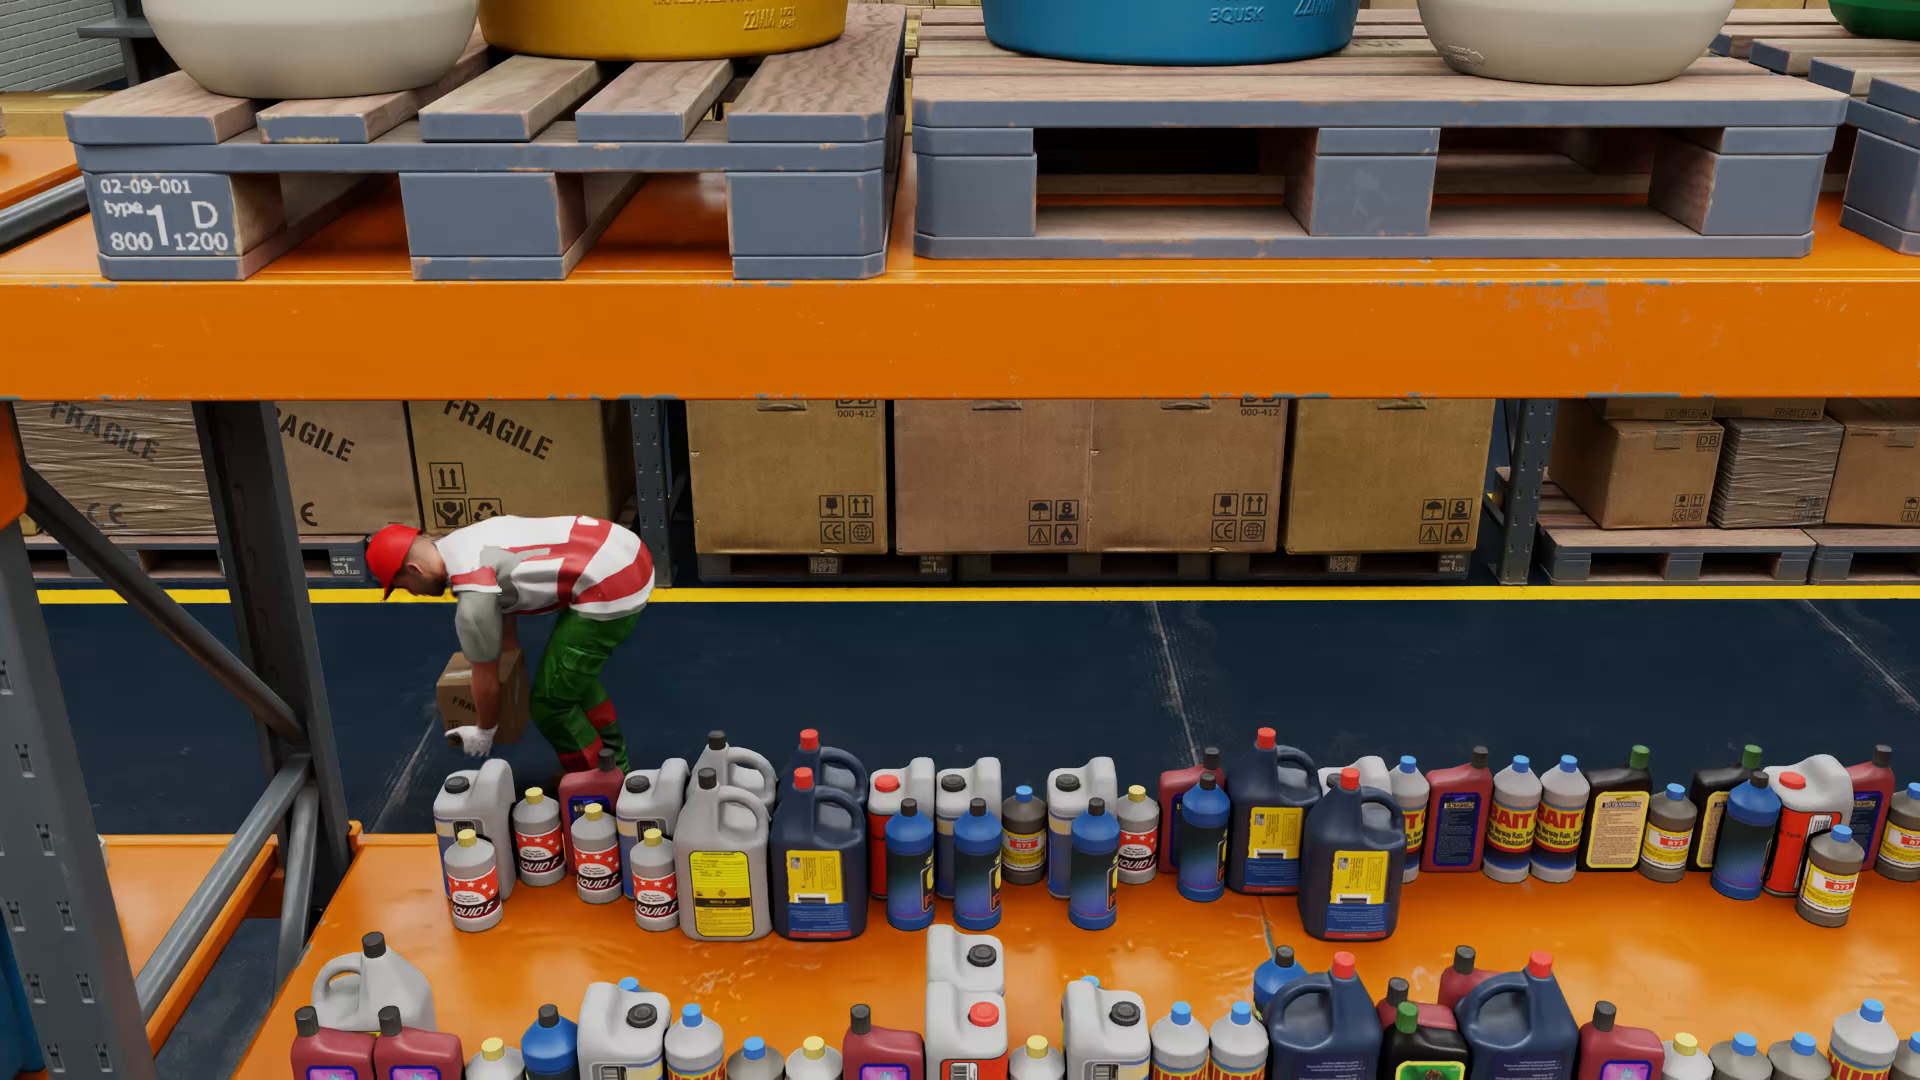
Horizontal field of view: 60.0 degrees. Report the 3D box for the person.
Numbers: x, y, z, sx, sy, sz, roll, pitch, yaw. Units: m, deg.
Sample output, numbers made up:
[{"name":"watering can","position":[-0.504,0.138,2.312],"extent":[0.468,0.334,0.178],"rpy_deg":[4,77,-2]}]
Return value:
[{"name":"person","position":[-1.537,0.455,5.853],"extent":[0.962,1.128,0.485],"rpy_deg":[-1,24,-2]}]
